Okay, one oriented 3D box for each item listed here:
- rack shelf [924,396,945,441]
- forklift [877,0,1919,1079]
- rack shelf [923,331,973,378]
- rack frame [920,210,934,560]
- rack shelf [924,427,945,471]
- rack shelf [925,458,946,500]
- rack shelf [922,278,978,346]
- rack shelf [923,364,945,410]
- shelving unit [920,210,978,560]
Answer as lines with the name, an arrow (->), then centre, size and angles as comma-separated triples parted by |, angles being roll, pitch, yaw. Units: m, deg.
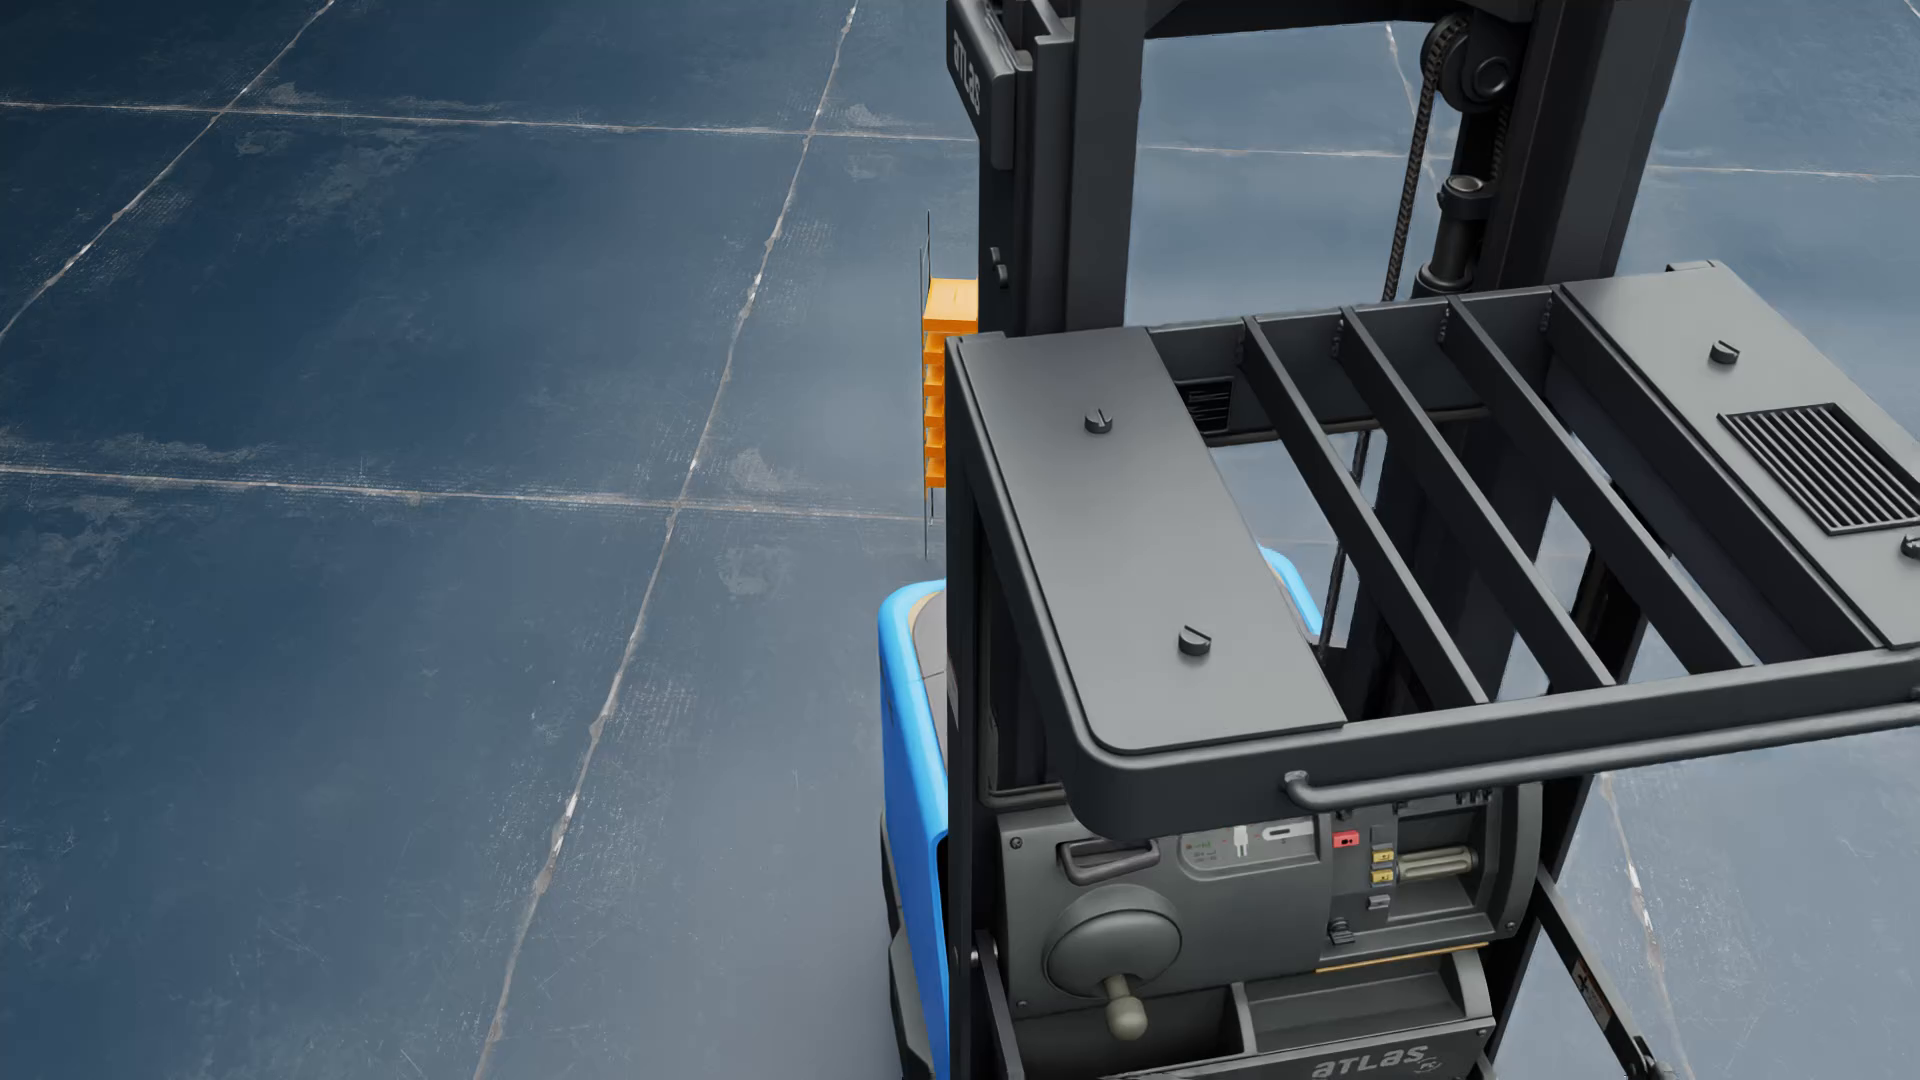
rack shelf -> -0.014, -0.432, 5.400 | 0.180, 0.103, 0.258 | 3, 39, 4
forklift -> 0.568, 0.662, 2.615 | 1.130, 2.935, 3.031 | -7, 40, -8
rack shelf -> -0.014, -0.618, 5.249 | 0.180, 0.103, 0.258 | 3, 39, 4
rack frame -> -0.106, -0.471, 5.378 | 0.006, 1.200, 0.240 | 3, 39, 4
rack shelf -> -0.014, -0.339, 5.476 | 0.180, 0.103, 0.258 | 3, 39, 4
rack shelf -> -0.014, -0.246, 5.552 | 0.180, 0.103, 0.258 | 3, 39, 4
rack shelf -> -0.014, -0.711, 5.173 | 0.180, 0.103, 0.258 | 3, 39, 4
rack shelf -> -0.014, -0.525, 5.324 | 0.180, 0.103, 0.258 | 3, 39, 4
shelving unit -> -0.014, -0.466, 5.372 | 0.189, 1.200, 0.258 | 3, 39, 4
